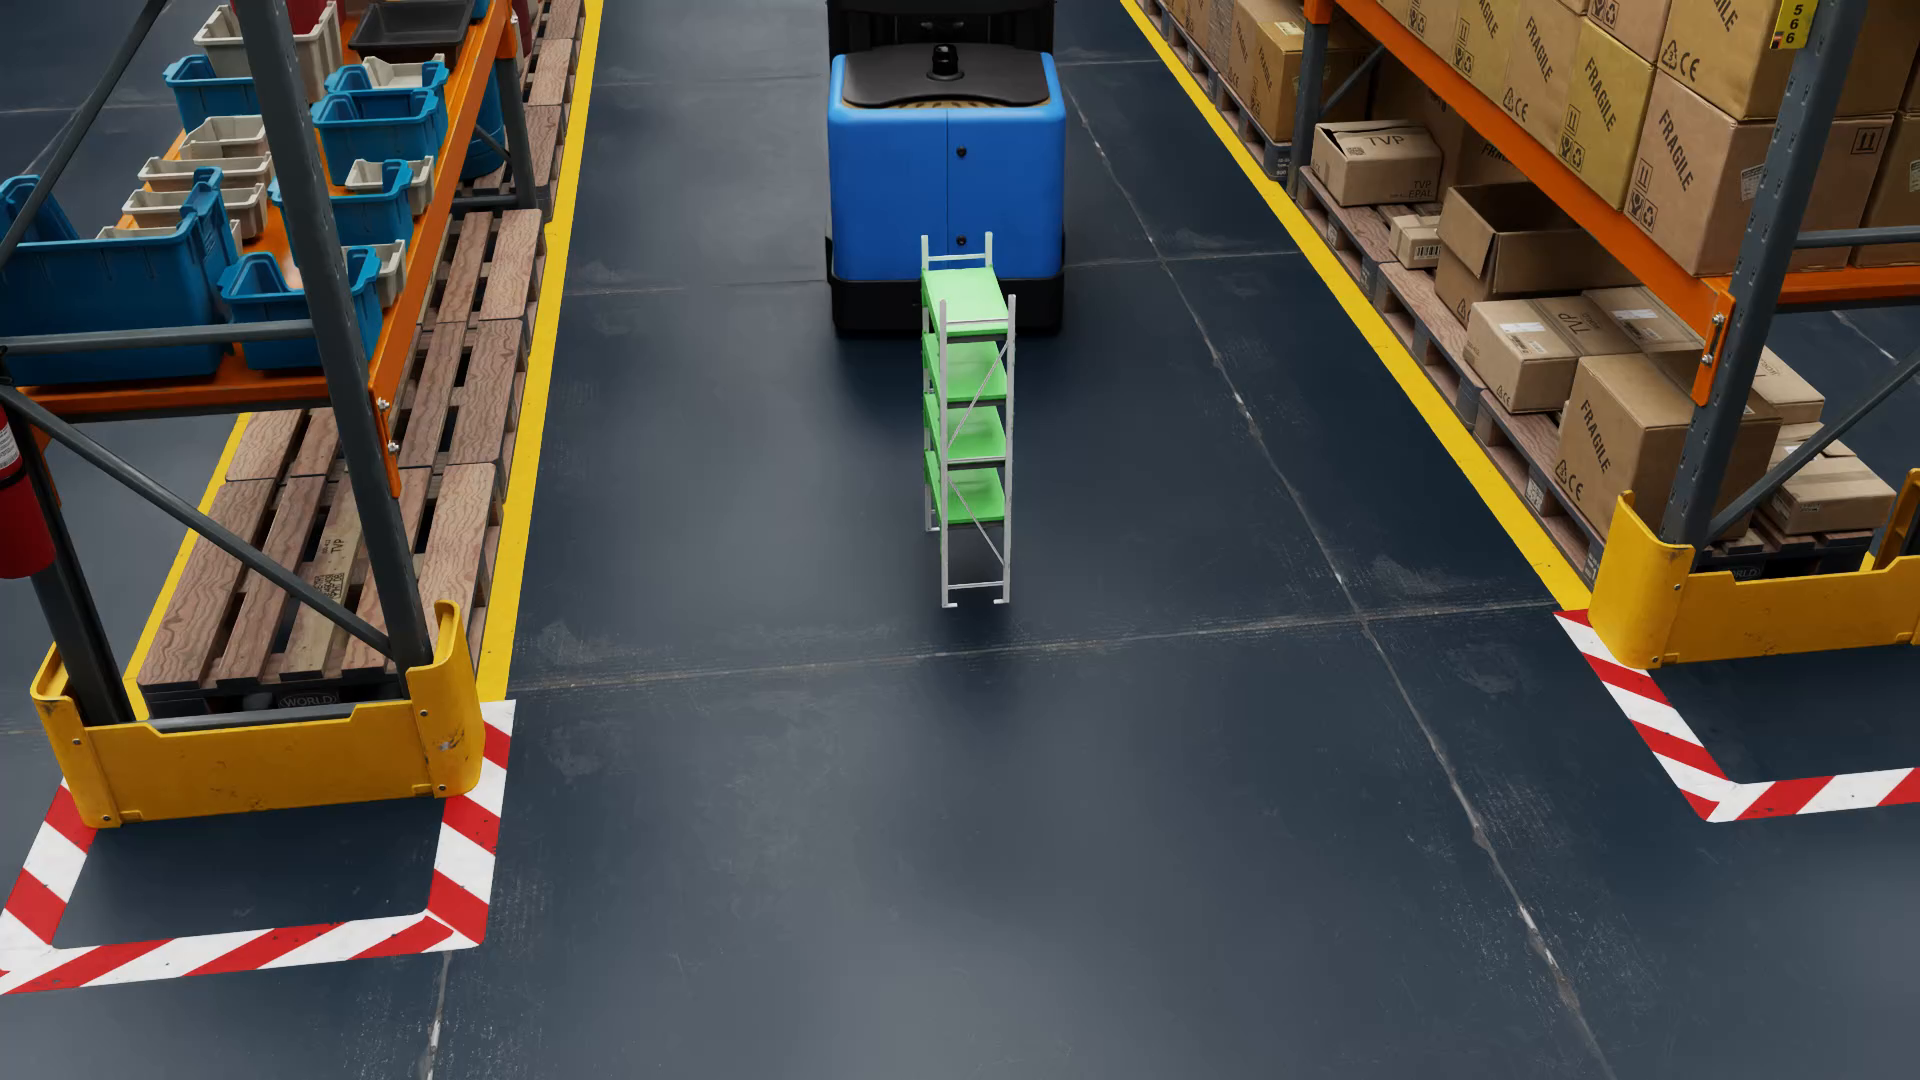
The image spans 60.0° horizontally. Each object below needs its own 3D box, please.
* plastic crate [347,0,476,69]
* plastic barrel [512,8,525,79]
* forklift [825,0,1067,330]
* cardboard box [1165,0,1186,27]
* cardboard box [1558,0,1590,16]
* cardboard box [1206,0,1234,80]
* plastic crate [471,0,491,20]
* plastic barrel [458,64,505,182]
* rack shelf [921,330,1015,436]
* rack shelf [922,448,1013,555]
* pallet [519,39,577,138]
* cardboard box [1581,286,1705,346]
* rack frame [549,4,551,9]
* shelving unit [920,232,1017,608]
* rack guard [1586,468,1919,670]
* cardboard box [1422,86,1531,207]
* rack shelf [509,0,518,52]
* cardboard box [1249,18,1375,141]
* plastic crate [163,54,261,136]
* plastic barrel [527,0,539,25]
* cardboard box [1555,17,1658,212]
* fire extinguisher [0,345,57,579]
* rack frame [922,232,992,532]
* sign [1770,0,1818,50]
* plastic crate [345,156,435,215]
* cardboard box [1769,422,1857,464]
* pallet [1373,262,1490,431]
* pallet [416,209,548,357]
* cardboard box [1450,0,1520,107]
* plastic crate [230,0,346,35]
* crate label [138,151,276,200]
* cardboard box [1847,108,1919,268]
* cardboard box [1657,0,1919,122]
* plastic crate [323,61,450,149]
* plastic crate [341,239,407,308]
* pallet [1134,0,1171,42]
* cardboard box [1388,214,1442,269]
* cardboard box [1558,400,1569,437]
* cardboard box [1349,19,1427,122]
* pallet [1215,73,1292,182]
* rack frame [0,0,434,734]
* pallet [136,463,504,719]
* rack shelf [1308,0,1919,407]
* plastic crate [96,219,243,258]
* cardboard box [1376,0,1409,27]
[{"bbox_3d":[-2.223,-2.061,6.802,0.437,0.125,0.590,-4,35,-6],"label":"plastic crate"},{"bbox_3d":[-2.779,-2.922,9.710,0.421,0.512,0.421,0,34,0],"label":"plastic barrel"},{"bbox_3d":[-0.101,-2.960,7.991,1.130,2.935,3.031,-1,34,-2],"label":"forklift"},{"bbox_3d":[1.647,-3.661,10.787,0.500,0.500,0.500,-5,35,-7],"label":"cardboard box"},{"bbox_3d":[2.331,-2.148,5.762,0.500,0.500,0.500,-3,34,-5],"label":"cardboard box"},{"bbox_3d":[1.793,-3.087,9.945,0.500,0.500,0.500,-4,34,-6],"label":"cardboard box"},{"bbox_3d":[-2.239,-2.538,7.272,0.392,0.384,0.575,-4,35,-6],"label":"plastic crate"},{"bbox_3d":[-2.696,-2.366,8.548,0.600,0.901,0.708,-4,35,-6],"label":"plastic barrel"},{"bbox_3d":[0.022,-0.549,5.677,0.258,0.148,0.480,-4,35,-6],"label":"rack shelf"},{"bbox_3d":[0.022,-0.152,5.948,0.258,0.148,0.480,-4,35,-6],"label":"rack shelf"},{"bbox_3d":[-2.870,-2.718,10.051,1.003,0.211,1.213,-4,35,-6],"label":"pallet"},{"bbox_3d":[2.880,-0.824,6.847,0.500,0.250,0.500,-4,35,-6],"label":"cardboard box"},{"bbox_3d":[-3.178,-4.987,10.904,1.000,3.000,0.127,-4,35,-6],"label":"rack frame"},{"bbox_3d":[0.022,-0.403,5.777,0.258,1.200,0.503,-4,35,-6],"label":"shelving unit"},{"bbox_3d":[2.797,0.095,5.667,1.175,0.500,0.348,-4,35,-6],"label":"rack guard"},{"bbox_3d":[2.626,-1.980,8.321,0.500,0.500,0.500,-4,35,-6],"label":"cardboard box"},{"bbox_3d":[-2.909,-3.573,9.469,1.077,0.370,4.000,-4,35,-6],"label":"rack shelf"},{"bbox_3d":[1.918,-2.530,9.128,0.500,0.500,0.500,-5,35,-7],"label":"cardboard box"},{"bbox_3d":[-2.632,-1.605,6.036,0.416,0.233,0.300,-4,35,-6],"label":"plastic crate"},{"bbox_3d":[-2.931,-3.552,10.635,0.421,0.512,0.421,0,34,0],"label":"plastic barrel"},{"bbox_3d":[2.404,-1.455,5.633,0.500,0.500,0.500,-4,34,-6],"label":"cardboard box"},{"bbox_3d":[-2.532,-0.218,4.306,0.296,0.674,0.183,-4,35,-6],"label":"fire extinguisher"},{"bbox_3d":[-0.011,-0.540,5.976,0.240,1.200,0.015,-4,35,-6],"label":"rack frame"},{"bbox_3d":[2.254,-1.474,4.440,0.100,0.325,0.005,-4,35,-6],"label":"sign"},{"bbox_3d":[-1.861,-1.165,5.476,0.250,0.136,0.298,-4,35,-6],"label":"plastic crate"},{"bbox_3d":[3.057,-0.306,6.160,0.380,0.166,0.250,-4,35,-6],"label":"cardboard box"},{"bbox_3d":[2.528,-0.910,7.398,1.003,0.211,1.213,-4,35,-6],"label":"pallet"},{"bbox_3d":[-2.503,-1.195,7.816,1.003,0.211,1.213,-4,35,-6],"label":"pallet"},{"bbox_3d":[2.274,-2.015,6.455,0.500,0.500,0.500,-5,35,-7],"label":"cardboard box"},{"bbox_3d":[-2.769,-2.289,6.835,0.402,0.464,0.583,-4,35,-6],"label":"plastic crate"},{"bbox_3d":[-2.478,-1.196,5.522,0.396,0.136,0.243,-4,35,-6],"label":"crate label"},{"bbox_3d":[3.008,-1.204,5.265,0.500,0.500,0.500,-4,34,-5],"label":"cardboard box"},{"bbox_3d":[2.474,-1.578,4.925,0.500,0.500,0.500,-5,35,-7],"label":"cardboard box"},{"bbox_3d":[-2.027,-1.543,5.946,0.416,0.233,0.300,-4,35,-6],"label":"plastic crate"},{"bbox_3d":[-1.770,-0.786,4.921,0.250,0.136,0.298,-4,35,-6],"label":"plastic crate"},{"bbox_3d":[1.794,-3.788,11.621,1.003,0.211,1.213,-4,35,-6],"label":"pallet"},{"bbox_3d":[2.237,-1.406,7.775,0.380,0.166,0.250,-4,35,-6],"label":"cardboard box"},{"bbox_3d":[2.524,-0.424,6.334,0.380,0.166,0.250,-4,35,-6],"label":"cardboard box"},{"bbox_3d":[2.445,-2.565,9.179,0.500,0.500,0.500,-6,35,-9],"label":"cardboard box"},{"bbox_3d":[2.122,-2.426,9.623,1.003,0.211,1.213,-4,35,-6],"label":"pallet"},{"bbox_3d":[-2.102,-0.522,4.353,1.000,3.000,0.127,-4,35,-6],"label":"rack frame"},{"bbox_3d":[-2.175,0.167,5.818,1.003,0.211,1.213,-4,35,-6],"label":"pallet"},{"bbox_3d":[2.538,-1.714,6.741,1.077,0.370,4.000,-4,35,-6],"label":"rack shelf"},{"bbox_3d":[-2.391,-0.880,5.058,0.396,0.136,0.243,-4,35,-6],"label":"plastic crate"},{"bbox_3d":[2.139,-2.578,7.281,0.500,0.500,0.500,-4,34,-6],"label":"cardboard box"}]
